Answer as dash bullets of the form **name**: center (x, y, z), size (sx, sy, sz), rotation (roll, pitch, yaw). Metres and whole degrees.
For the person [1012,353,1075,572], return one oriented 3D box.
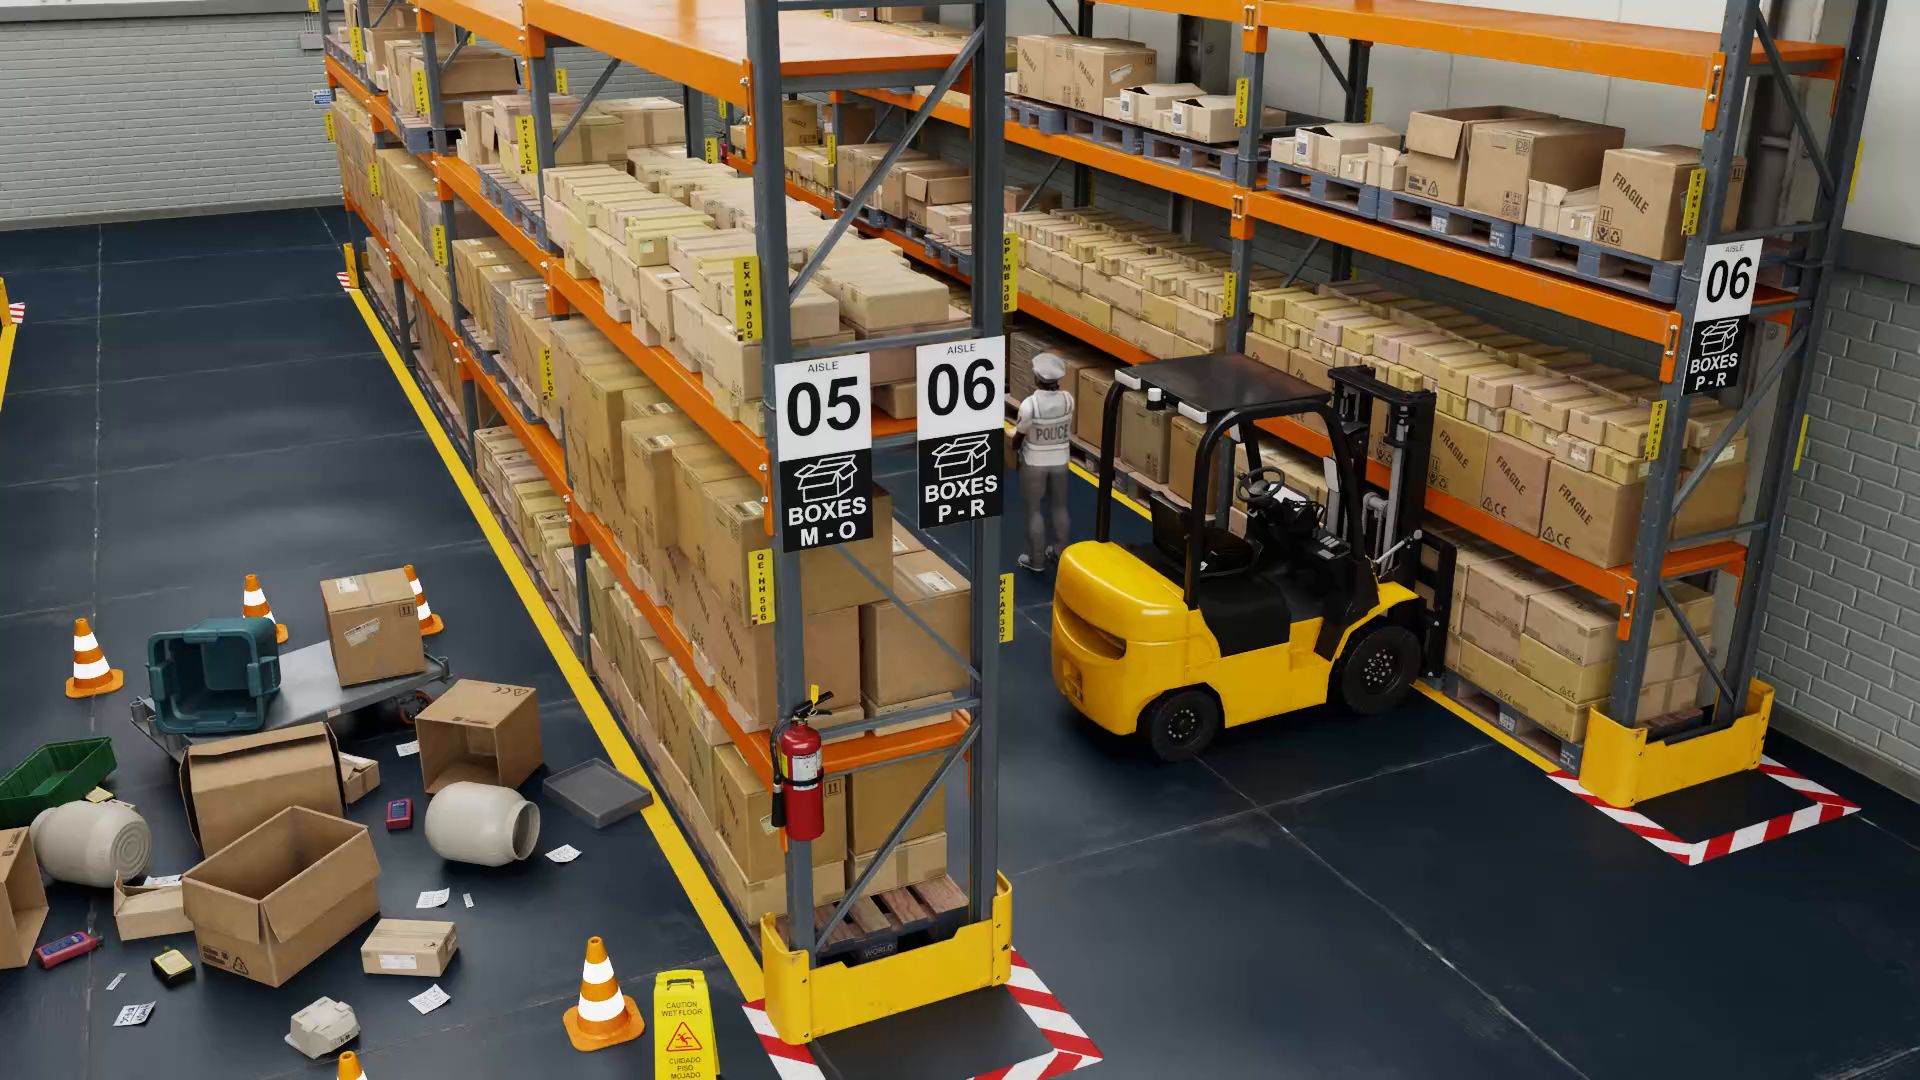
- **person**: center (0.611, -0.587, 12.373), size (0.491, 1.703, 0.500), rotation (-9, 24, -20)
